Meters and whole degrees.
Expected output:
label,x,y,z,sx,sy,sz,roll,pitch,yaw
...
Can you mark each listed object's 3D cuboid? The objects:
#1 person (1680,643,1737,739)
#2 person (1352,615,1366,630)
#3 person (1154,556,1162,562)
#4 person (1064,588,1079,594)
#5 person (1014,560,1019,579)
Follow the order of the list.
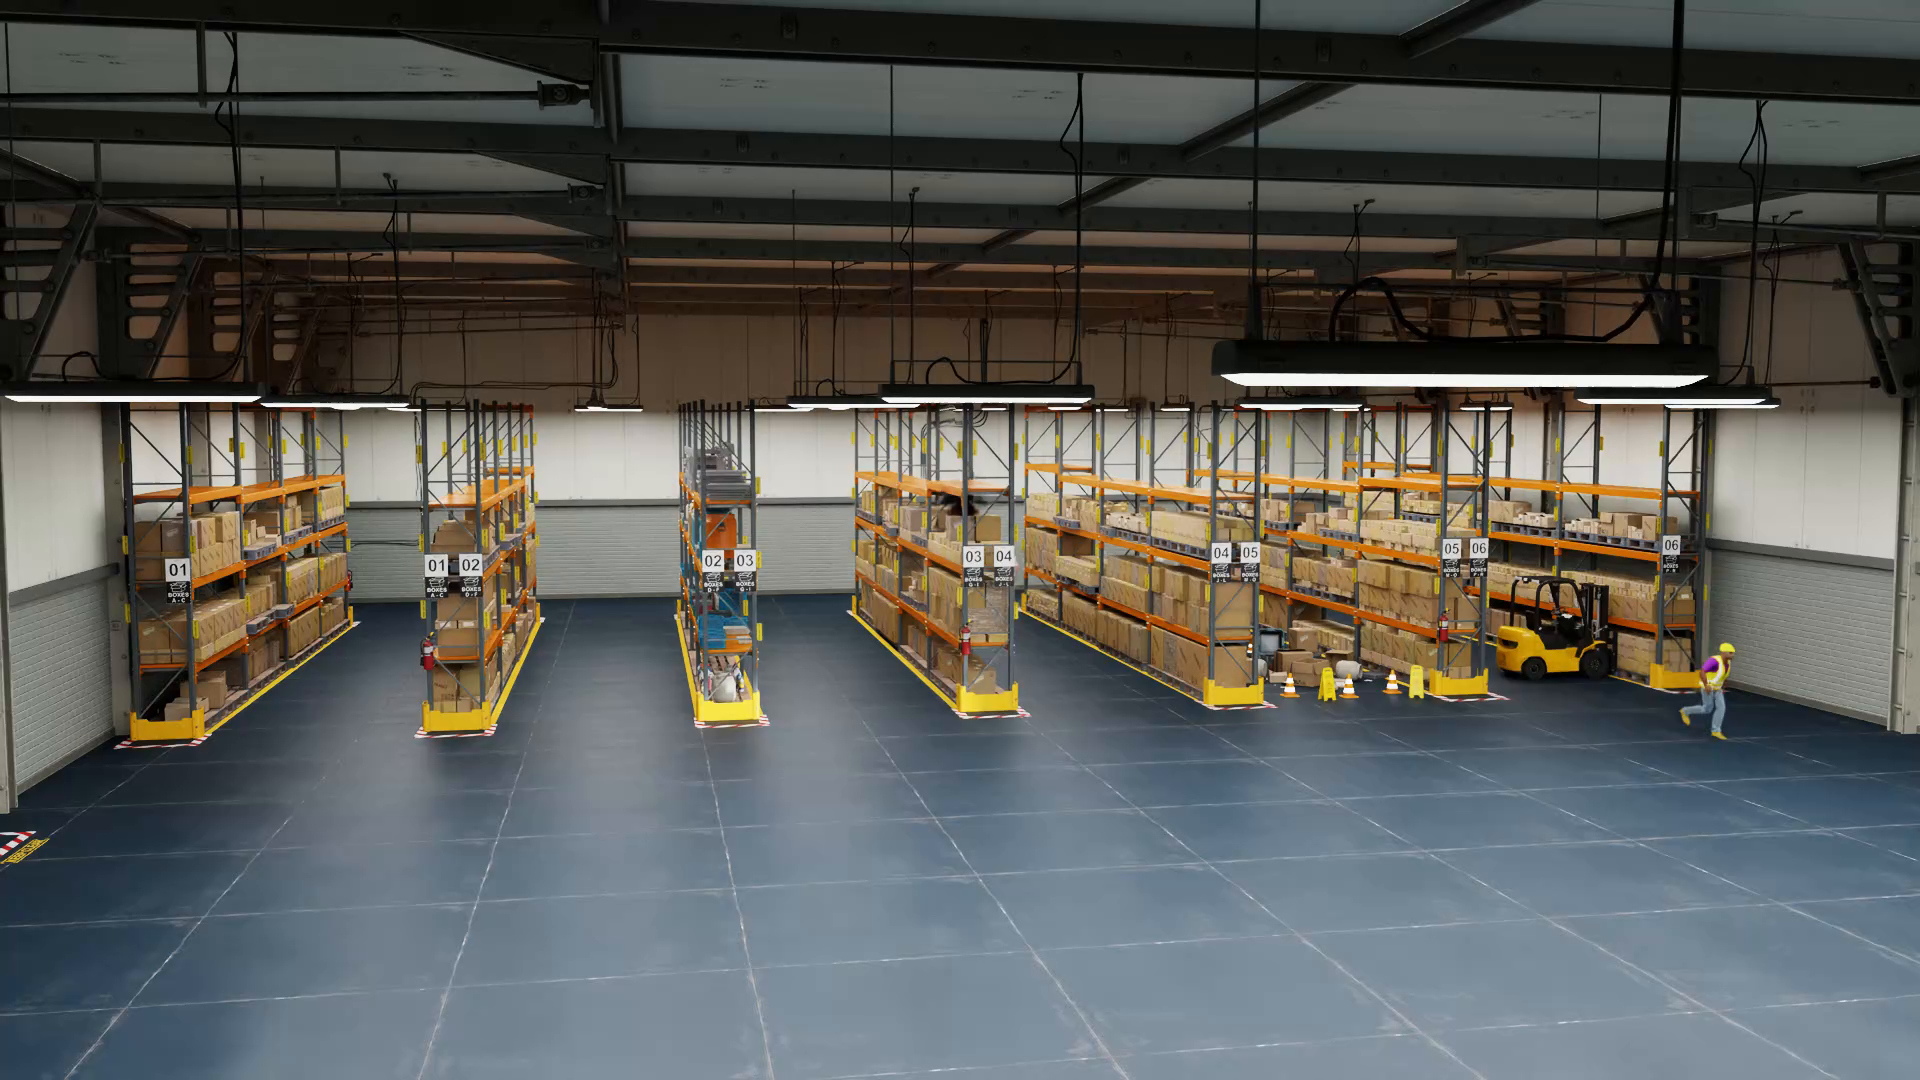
label,x,y,z,sx,sy,sz,roll,pitch,yaw
person,13.357,2.660,29.677,0.708,1.707,0.973,-4,6,-41
person,10.409,1.652,42.913,0.664,1.699,0.564,-1,4,-16
person,6.050,1.031,50.775,0.892,1.681,0.615,0,4,-1
person,3.319,1.180,49.569,0.835,1.597,0.574,3,5,35
person,1.376,1.120,49.236,0.713,1.782,0.900,3,5,38
